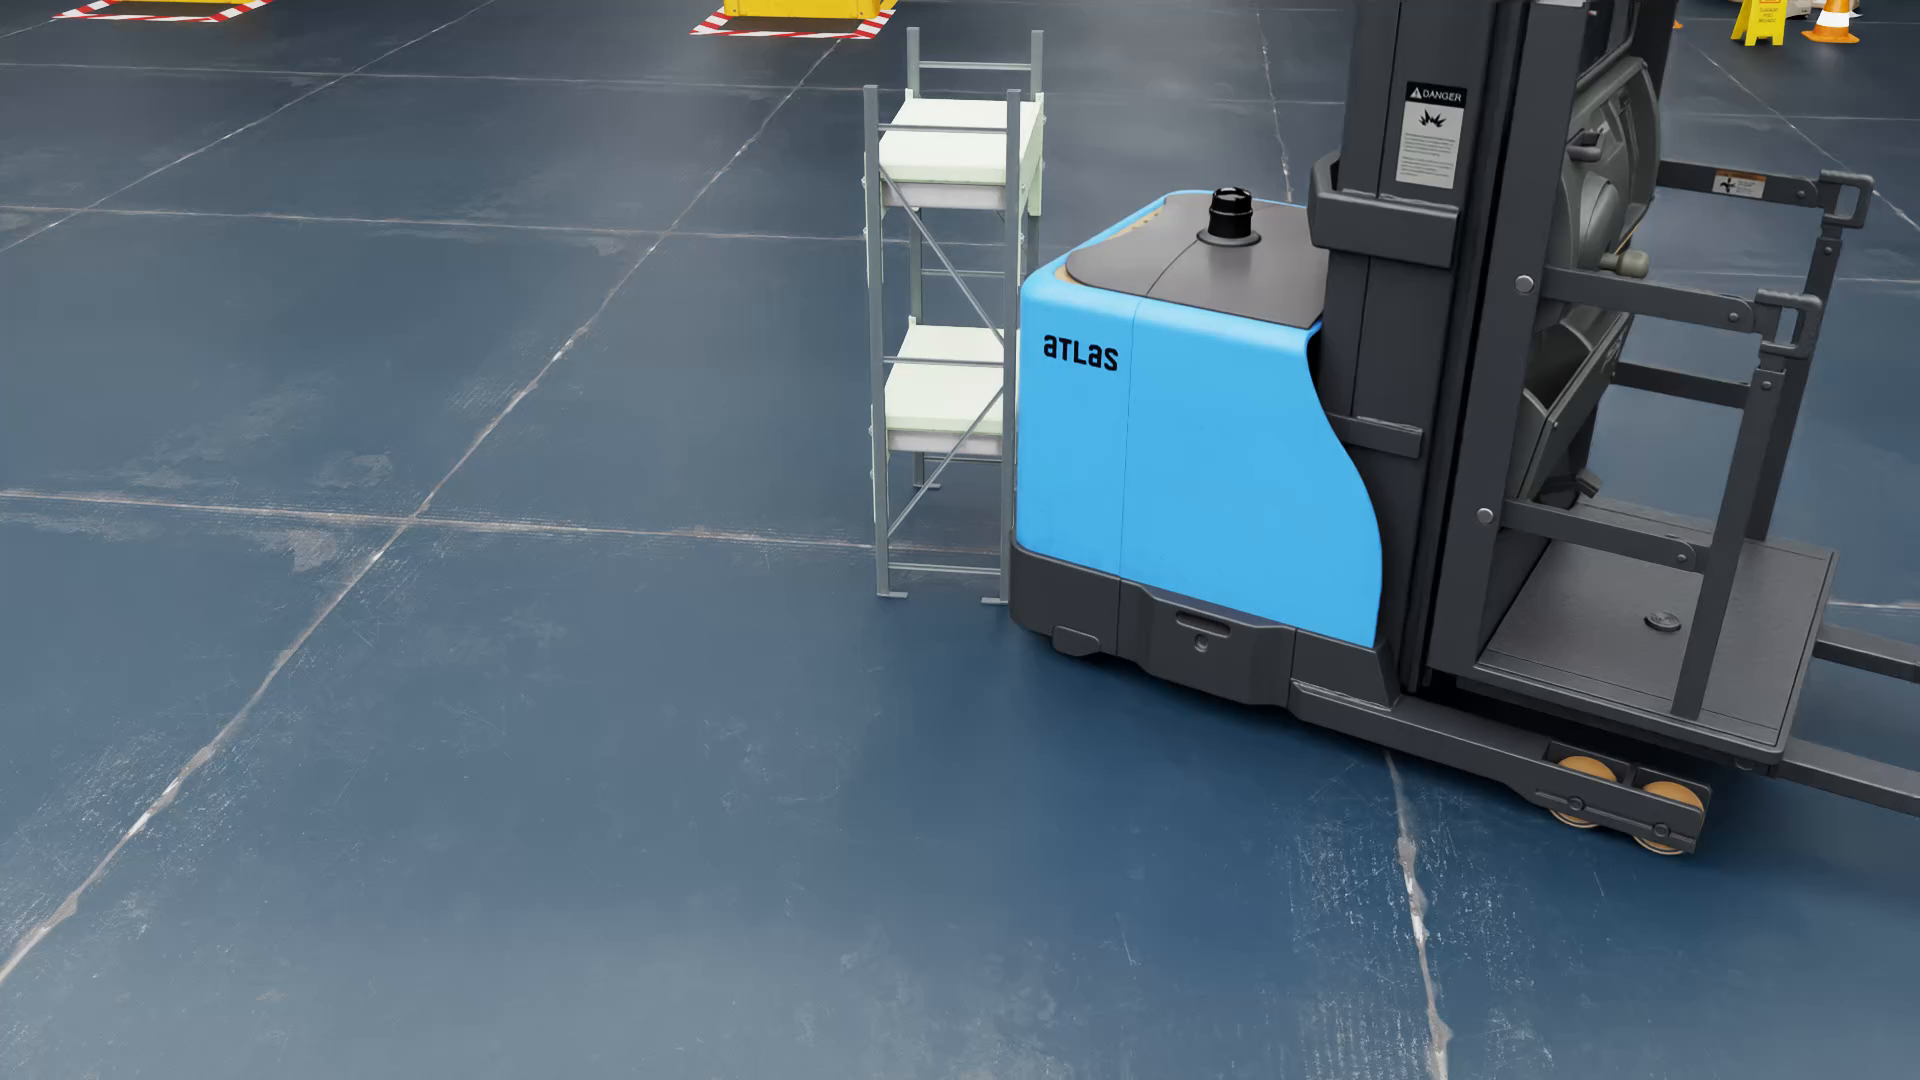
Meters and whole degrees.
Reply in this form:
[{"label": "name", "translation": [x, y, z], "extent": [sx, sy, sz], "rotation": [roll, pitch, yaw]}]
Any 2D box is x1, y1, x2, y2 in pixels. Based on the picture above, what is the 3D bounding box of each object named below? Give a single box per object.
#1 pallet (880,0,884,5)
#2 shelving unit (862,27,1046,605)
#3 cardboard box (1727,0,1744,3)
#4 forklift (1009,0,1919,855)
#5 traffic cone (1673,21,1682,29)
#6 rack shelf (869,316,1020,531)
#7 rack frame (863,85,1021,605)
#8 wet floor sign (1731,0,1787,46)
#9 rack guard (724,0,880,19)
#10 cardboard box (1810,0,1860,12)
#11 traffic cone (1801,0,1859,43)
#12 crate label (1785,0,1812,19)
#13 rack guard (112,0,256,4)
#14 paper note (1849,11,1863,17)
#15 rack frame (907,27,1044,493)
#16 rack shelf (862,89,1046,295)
[{"label": "pallet", "translation": [-1.071, -4.511, 13.400], "extent": [1.003, 0.211, 1.213], "rotation": [3, 28, 6]}, {"label": "shelving unit", "translation": [-0.001, -0.657, 4.888], "extent": [0.431, 1.500, 0.755], "rotation": [3, 28, 6]}, {"label": "cardboard box", "translation": [6.323, -4.621, 13.297], "extent": [0.797, 0.503, 0.637], "rotation": [-17, 33, -29]}, {"label": "forklift", "translation": [1.667, -0.845, 3.727], "extent": [3.031, 2.935, 1.130], "rotation": [16, 32, 27]}, {"label": "traffic cone", "translation": [5.169, -4.037, 12.255], "extent": [0.336, 0.463, 0.334], "rotation": [3, 28, 6]}, {"label": "rack shelf", "translation": [-0.001, -0.370, 5.043], "extent": [0.431, 0.370, 0.720], "rotation": [3, 28, 6]}, {"label": "rack frame", "translation": [-0.046, -0.485, 4.569], "extent": [0.400, 1.500, 0.023], "rotation": [3, 28, 6]}, {"label": "wet floor sign", "translation": [5.657, -3.821, 11.662], "extent": [0.267, 0.644, 0.232], "rotation": [-1, 28, -3]}, {"label": "rack guard", "translation": [-1.206, -4.257, 12.625], "extent": [1.175, 0.500, 0.348], "rotation": [3, 28, 6]}, {"label": "cardboard box", "translation": [6.776, -4.225, 12.936], "extent": [0.380, 0.149, 0.250], "rotation": [20, 34, 32]}, {"label": "traffic cone", "translation": [6.249, -3.811, 11.836], "extent": [0.336, 0.463, 0.334], "rotation": [3, 28, 6]}, {"label": "crate label", "translation": [6.284, -4.041, 12.607], "extent": [0.250, 0.136, 0.298], "rotation": [-11, 30, -20]}, {"label": "rack guard", "translation": [-6.168, -4.548, 13.165], "extent": [1.175, 0.500, 0.348], "rotation": [3, 28, 6]}, {"label": "paper note", "translation": [6.760, -4.000, 12.642], "extent": [0.148, 0.019, 0.142], "rotation": [-6, 29, -11]}, {"label": "rack frame", "translation": [0.044, -0.829, 5.208], "extent": [0.400, 1.500, 0.023], "rotation": [3, 28, 6]}, {"label": "rack shelf", "translation": [-0.001, -1.001, 4.703], "extent": [0.431, 0.370, 0.720], "rotation": [3, 28, 6]}]
